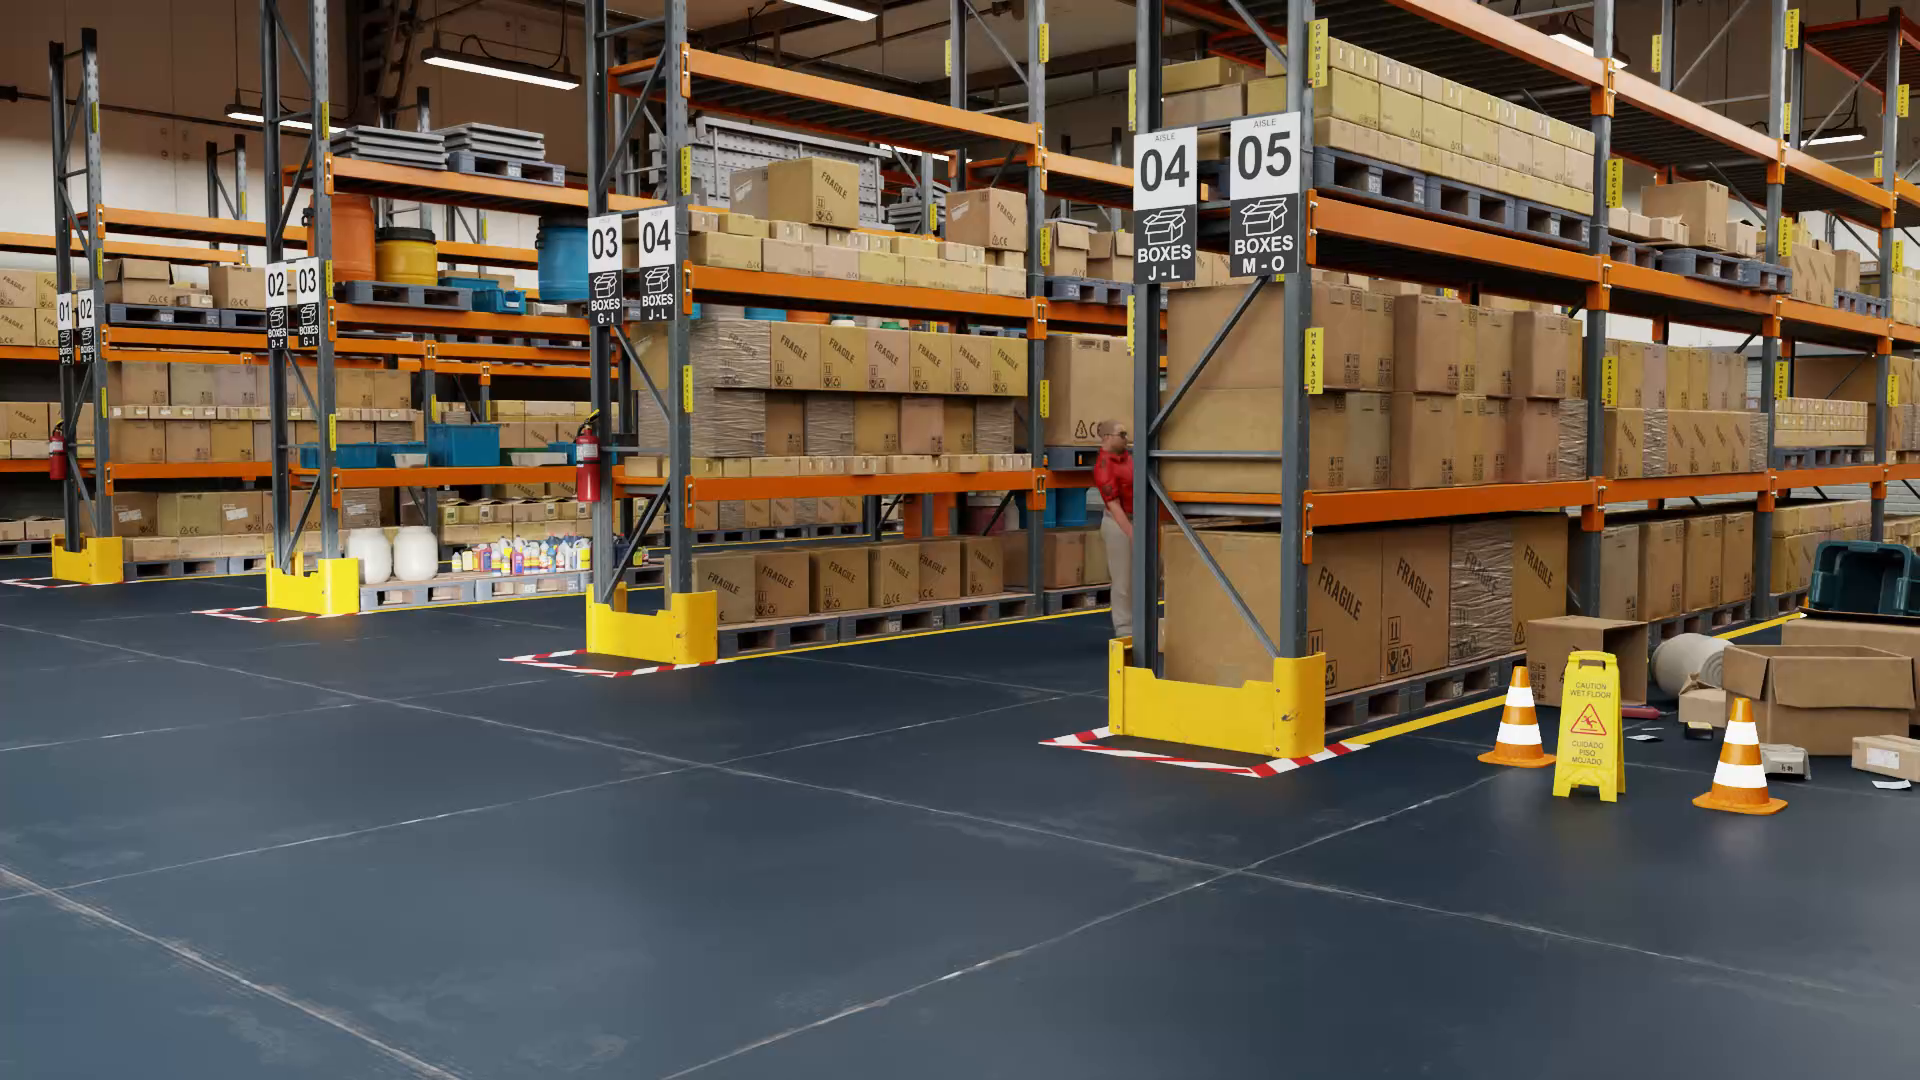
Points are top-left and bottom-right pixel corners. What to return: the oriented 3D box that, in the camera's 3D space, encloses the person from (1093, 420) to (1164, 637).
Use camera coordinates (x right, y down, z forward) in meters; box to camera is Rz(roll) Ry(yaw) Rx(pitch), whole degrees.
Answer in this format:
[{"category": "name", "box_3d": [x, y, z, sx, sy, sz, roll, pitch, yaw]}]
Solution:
[{"category": "person", "box_3d": [1.308, -0.083, 12.628, 0.458, 1.656, 0.736, 3, 4, 36]}]
